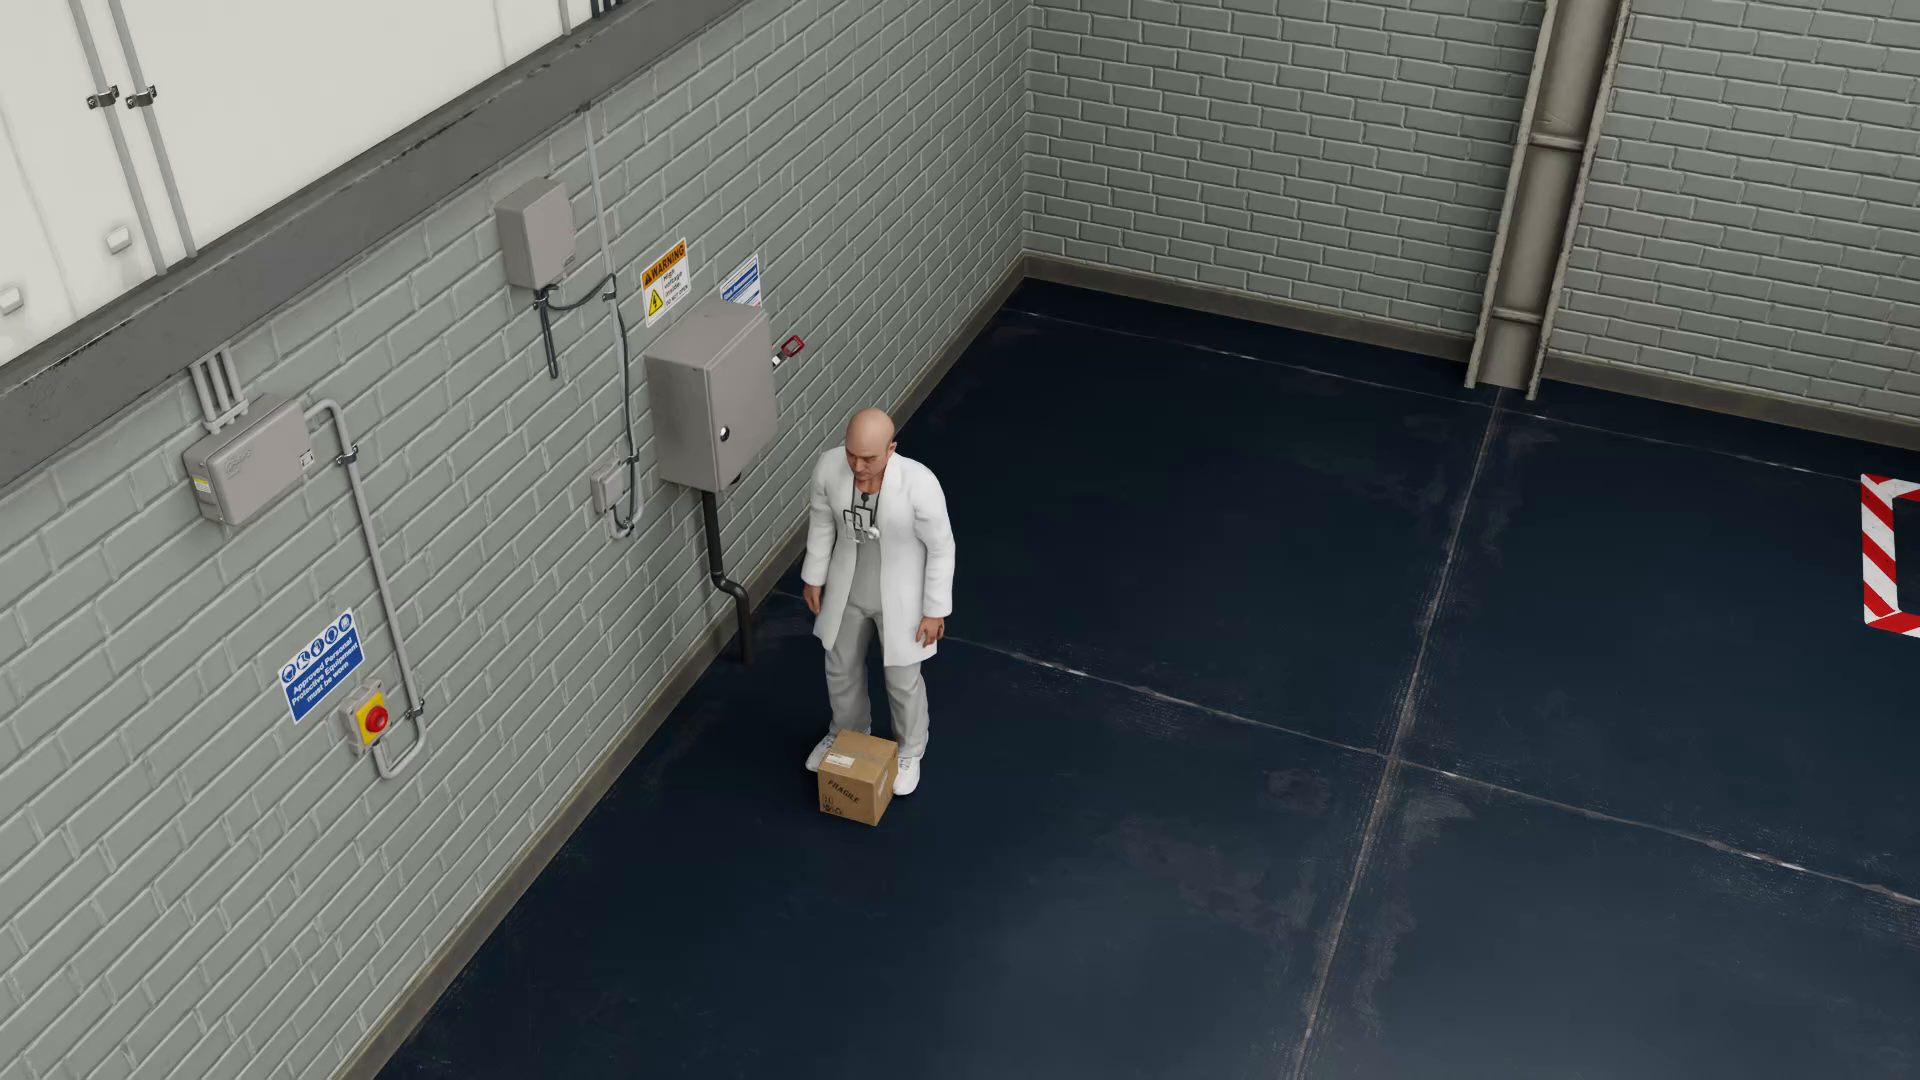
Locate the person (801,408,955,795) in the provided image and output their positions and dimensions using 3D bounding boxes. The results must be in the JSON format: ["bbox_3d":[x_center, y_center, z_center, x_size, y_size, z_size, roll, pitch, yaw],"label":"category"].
[{"bbox_3d":[-0.329,0.221,6.541,0.644,1.774,0.427,14,39,18],"label":"person"}]
